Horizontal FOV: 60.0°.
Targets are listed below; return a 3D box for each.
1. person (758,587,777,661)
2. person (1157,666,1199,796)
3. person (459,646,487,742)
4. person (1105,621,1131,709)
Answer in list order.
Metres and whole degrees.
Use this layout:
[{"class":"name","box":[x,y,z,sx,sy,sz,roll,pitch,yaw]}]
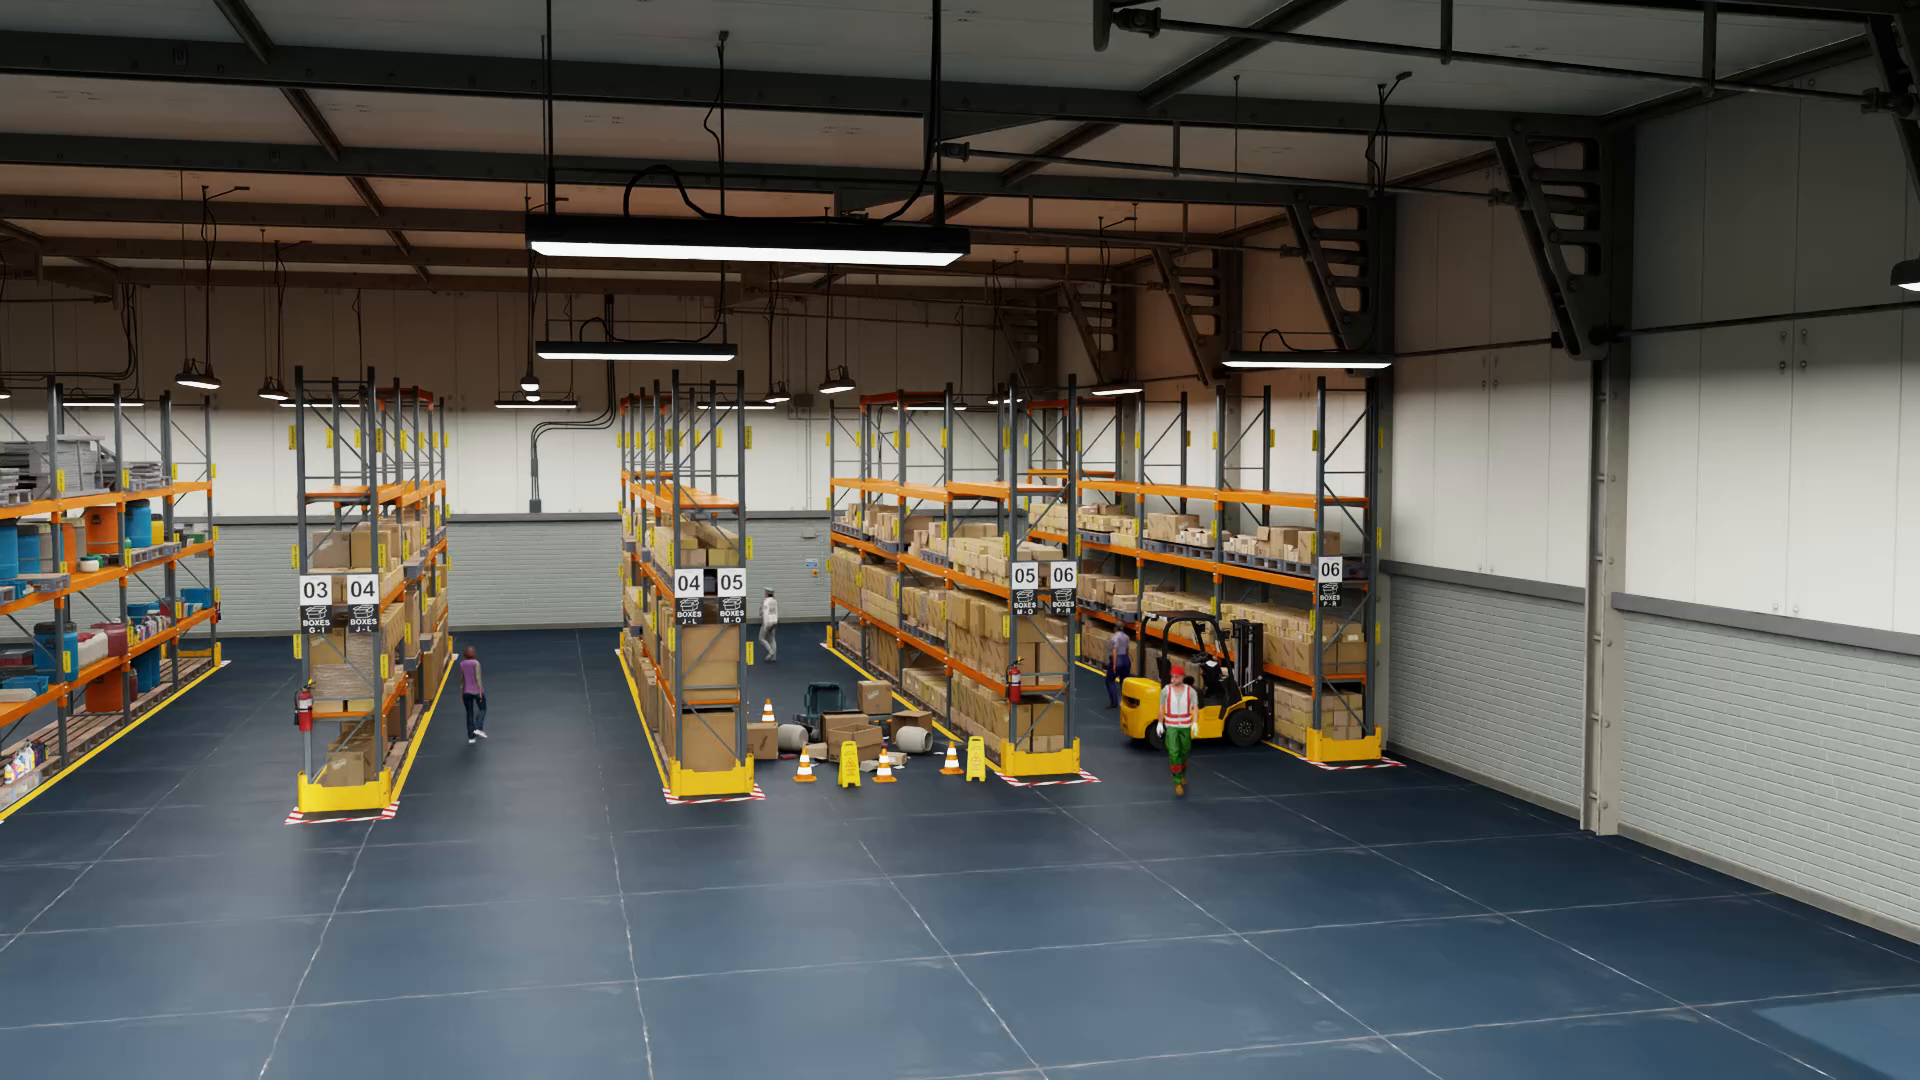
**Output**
[{"class":"person","box":[-4.310,1.907,37.780,0.413,1.682,0.521,2,4,29]},{"class":"person","box":[3.125,2.694,23.783,0.585,1.788,0.818,0,3,1]},{"class":"person","box":[-8.079,2.559,27.553,0.453,1.574,0.442,0,3,-6]},{"class":"person","box":[2.992,2.363,30.992,0.510,1.677,0.490,-3,4,-39]}]
